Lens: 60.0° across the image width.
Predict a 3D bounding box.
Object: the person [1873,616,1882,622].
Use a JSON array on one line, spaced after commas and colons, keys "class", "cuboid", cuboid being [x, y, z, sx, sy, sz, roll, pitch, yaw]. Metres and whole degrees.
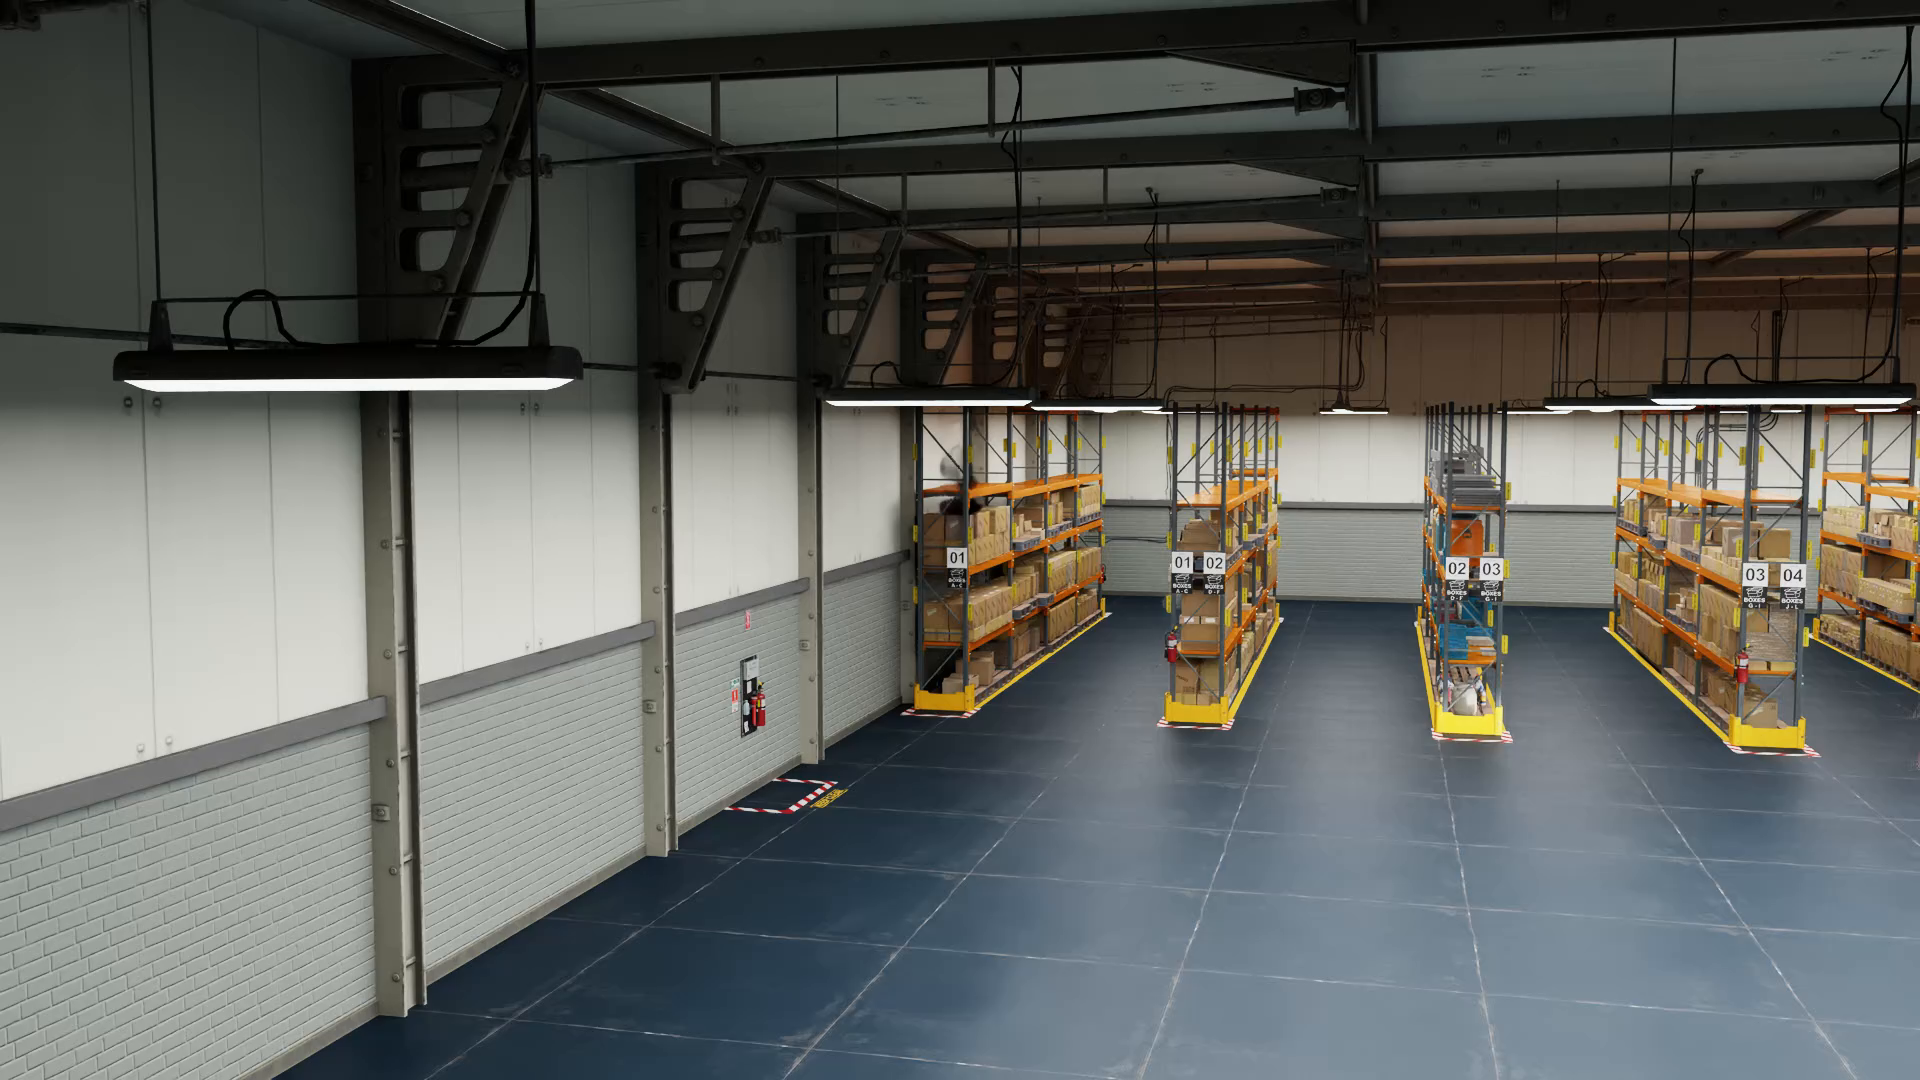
[{"class": "person", "cuboid": [24.465, 1.608, 44.019, 0.789, 1.679, 0.687, 0, 4, 7]}]
